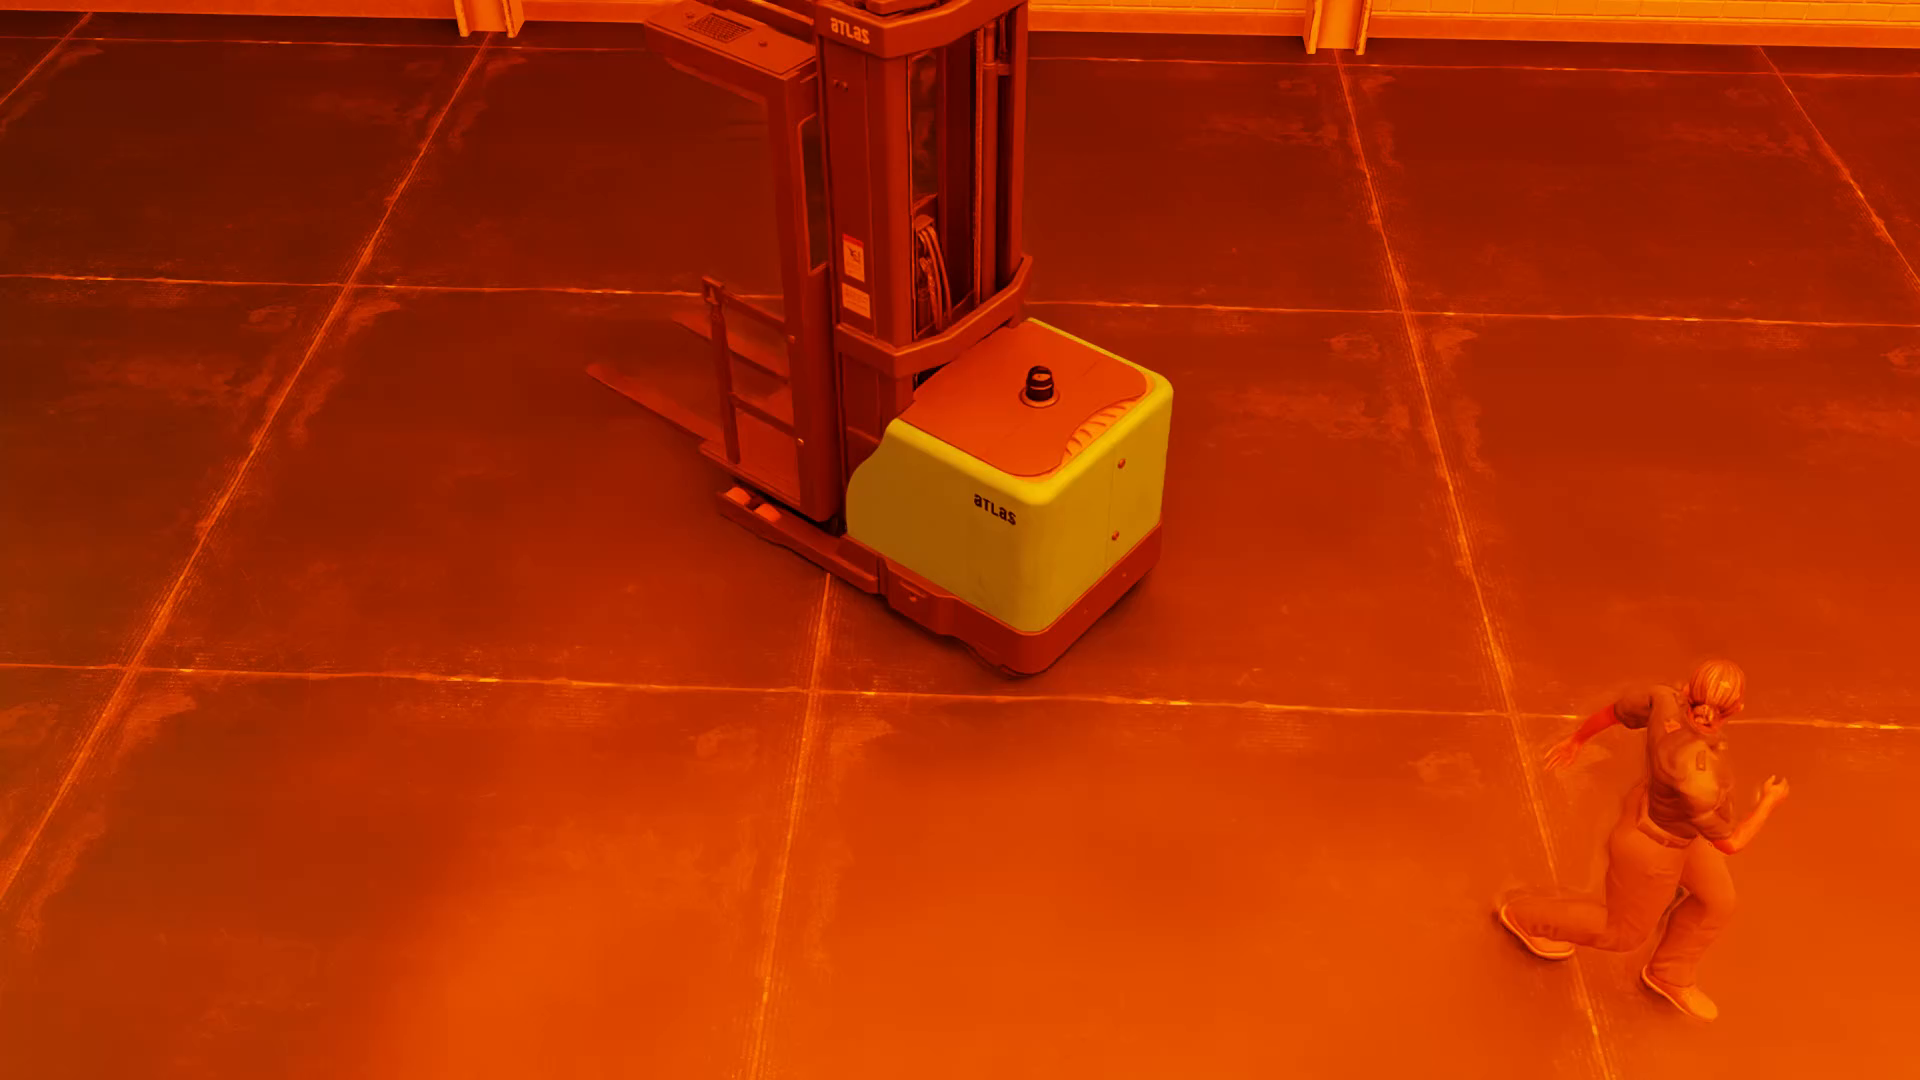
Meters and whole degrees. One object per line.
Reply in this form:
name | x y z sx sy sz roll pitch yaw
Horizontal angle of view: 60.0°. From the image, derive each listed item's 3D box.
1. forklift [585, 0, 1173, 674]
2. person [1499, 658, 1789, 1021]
forklift | -0.542 -1.336 7.206 3.031 2.935 1.130 28 49 27
person | 2.398 0.992 5.692 0.855 1.582 0.479 19 46 20
